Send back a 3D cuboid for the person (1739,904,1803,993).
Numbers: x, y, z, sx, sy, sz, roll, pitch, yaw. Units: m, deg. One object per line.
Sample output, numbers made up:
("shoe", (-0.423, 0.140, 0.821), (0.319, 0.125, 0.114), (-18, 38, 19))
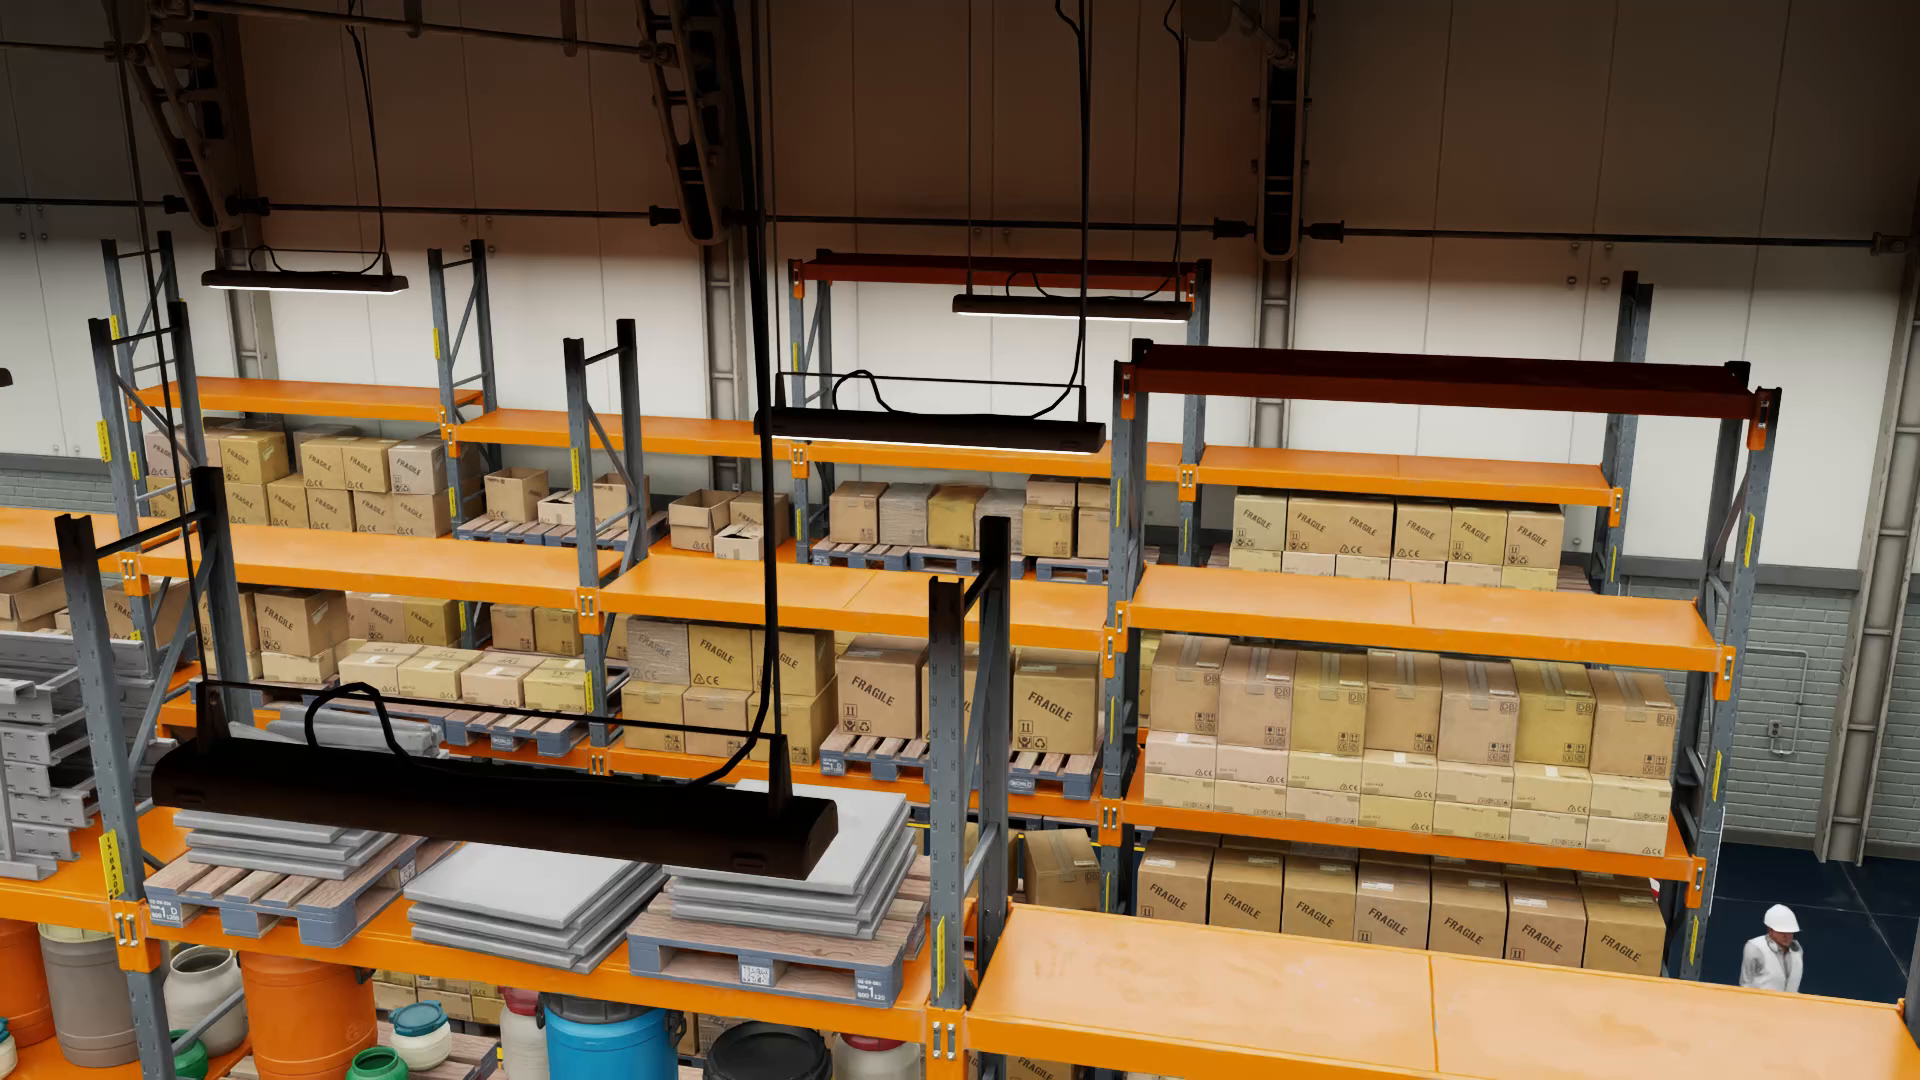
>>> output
("person", (6.216, 3.611, 12.860), (0.526, 1.765, 0.687), (-3, 17, -11))
